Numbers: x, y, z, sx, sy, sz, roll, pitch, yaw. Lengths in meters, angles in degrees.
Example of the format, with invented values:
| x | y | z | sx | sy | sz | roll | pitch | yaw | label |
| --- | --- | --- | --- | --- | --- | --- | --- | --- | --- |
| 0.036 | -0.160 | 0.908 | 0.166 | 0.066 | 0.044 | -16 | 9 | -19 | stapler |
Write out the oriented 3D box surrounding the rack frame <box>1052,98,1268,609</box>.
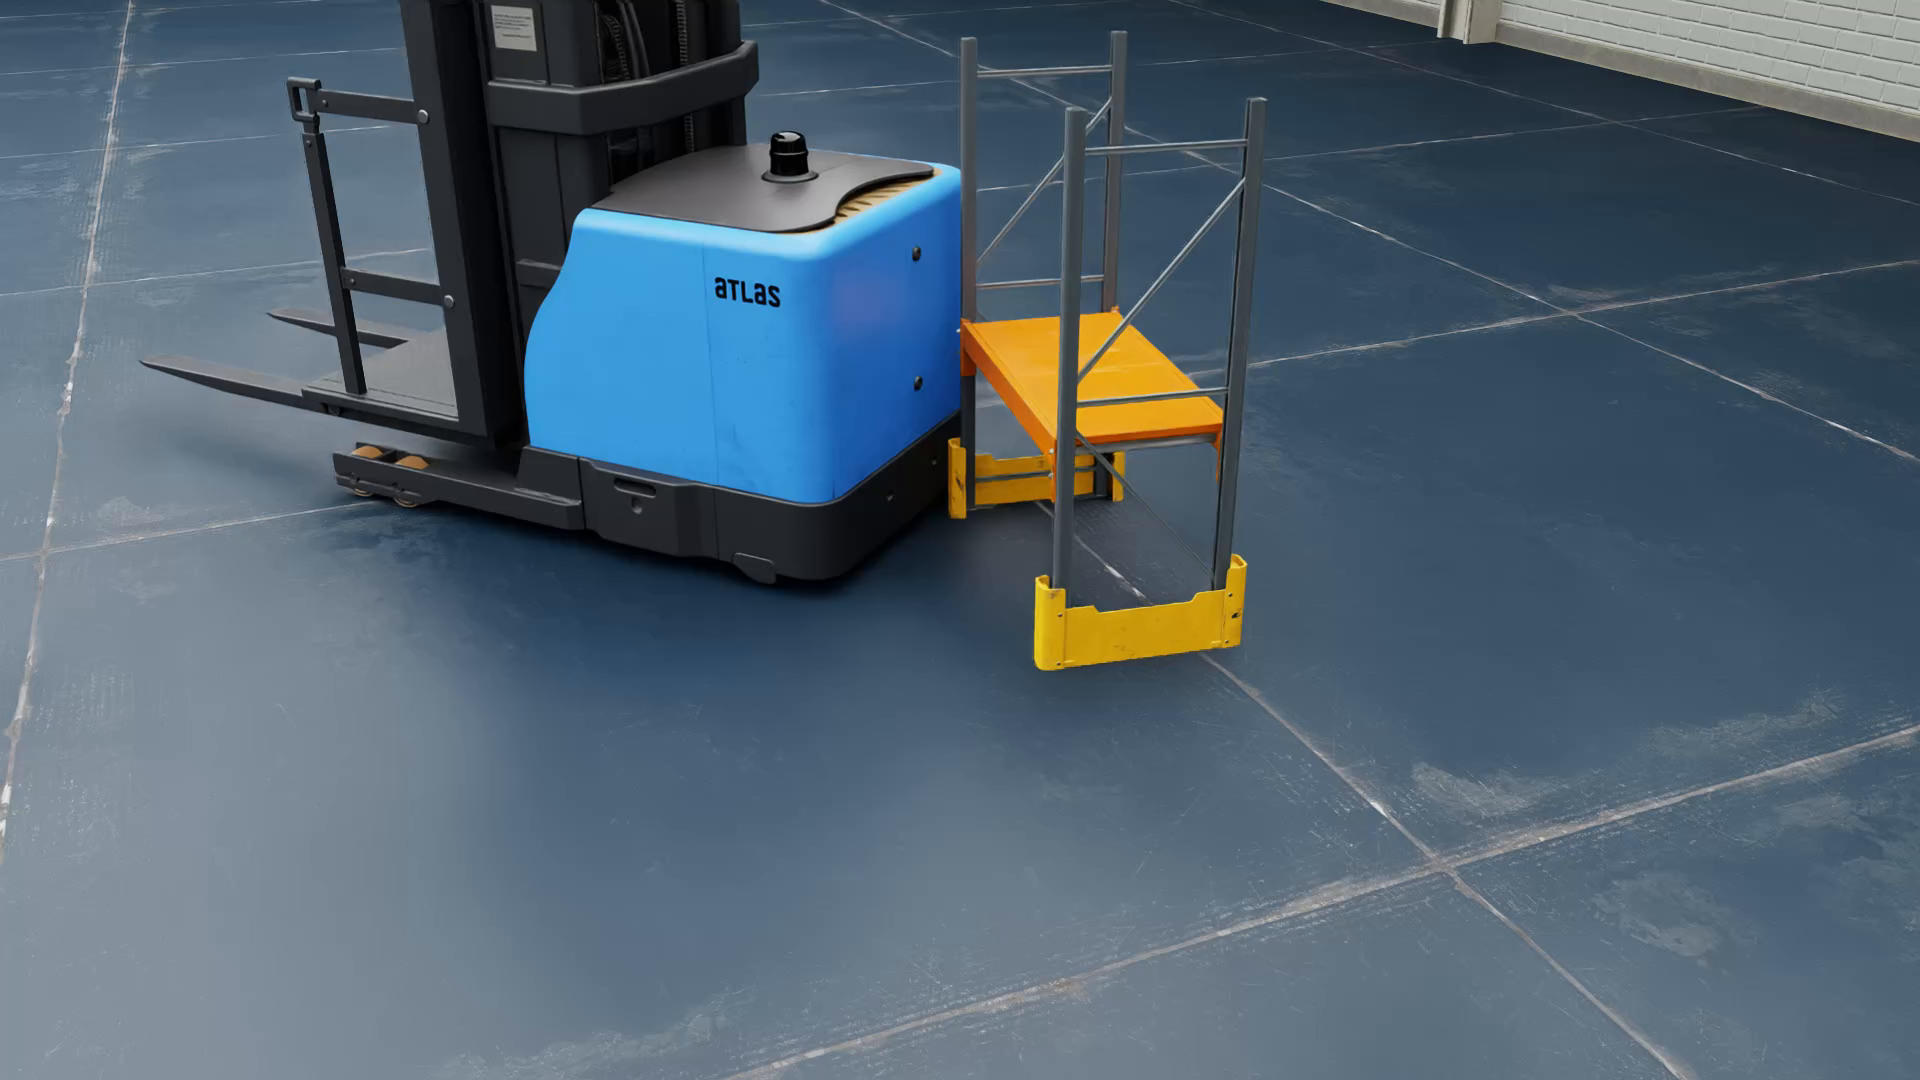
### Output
| x | y | z | sx | sy | sz | roll | pitch | yaw | label |
| --- | --- | --- | --- | --- | --- | --- | --- | --- | --- |
| 0.494 | -0.364 | 4.285 | 0.500 | 1.500 | 0.032 | -6 | 27 | -13 | rack frame |

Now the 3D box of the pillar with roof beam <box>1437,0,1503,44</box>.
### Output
| x | y | z | sx | sy | sz | roll | pitch | yaw | label |
| --- | --- | --- | --- | --- | --- | --- | --- | --- | --- |
| 0.217 | -7.435 | 10.221 | 9.100 | 9.000 | 0.400 | -11 | 28 | -21 | pillar with roof beam |

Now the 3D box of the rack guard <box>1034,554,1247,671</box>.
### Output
| x | y | z | sx | sy | sz | roll | pitch | yaw | label |
| --- | --- | --- | --- | --- | --- | --- | --- | --- | --- |
| 0.494 | 0.197 | 4.561 | 0.587 | 0.250 | 0.087 | -6 | 27 | -13 | rack guard |

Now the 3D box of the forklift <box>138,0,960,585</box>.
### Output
| x | y | z | sx | sy | sz | roll | pitch | yaw | label |
| --- | --- | --- | --- | --- | --- | --- | --- | --- | --- |
| -1.508 | -1.617 | 5.221 | 3.031 | 2.935 | 1.130 | 12 | 29 | 23 | forklift |

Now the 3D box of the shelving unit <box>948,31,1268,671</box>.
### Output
| x | y | z | sx | sy | sz | roll | pitch | yaw | label |
| --- | --- | --- | --- | --- | --- | --- | --- | --- | --- |
| 0.373 | -0.576 | 4.721 | 0.587 | 1.500 | 1.083 | -6 | 27 | -13 | shelving unit |

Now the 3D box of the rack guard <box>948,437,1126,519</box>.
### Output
| x | y | z | sx | sy | sz | roll | pitch | yaw | label |
| --- | --- | --- | --- | --- | --- | --- | --- | --- | --- |
| 0.252 | -0.226 | 5.429 | 0.587 | 0.250 | 0.087 | -6 | 27 | -13 | rack guard |

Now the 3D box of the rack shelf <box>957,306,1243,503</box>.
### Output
| x | y | z | sx | sy | sz | roll | pitch | yaw | label |
| --- | --- | --- | --- | --- | --- | --- | --- | --- | --- |
| 0.371 | -0.418 | 4.807 | 0.538 | 0.185 | 1.000 | -6 | 27 | -13 | rack shelf |

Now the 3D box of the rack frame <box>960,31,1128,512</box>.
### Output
| x | y | z | sx | sy | sz | roll | pitch | yaw | label |
| --- | --- | --- | --- | --- | --- | --- | --- | --- | --- |
| 0.247 | -0.796 | 5.172 | 0.500 | 1.500 | 0.032 | -6 | 27 | -13 | rack frame |
